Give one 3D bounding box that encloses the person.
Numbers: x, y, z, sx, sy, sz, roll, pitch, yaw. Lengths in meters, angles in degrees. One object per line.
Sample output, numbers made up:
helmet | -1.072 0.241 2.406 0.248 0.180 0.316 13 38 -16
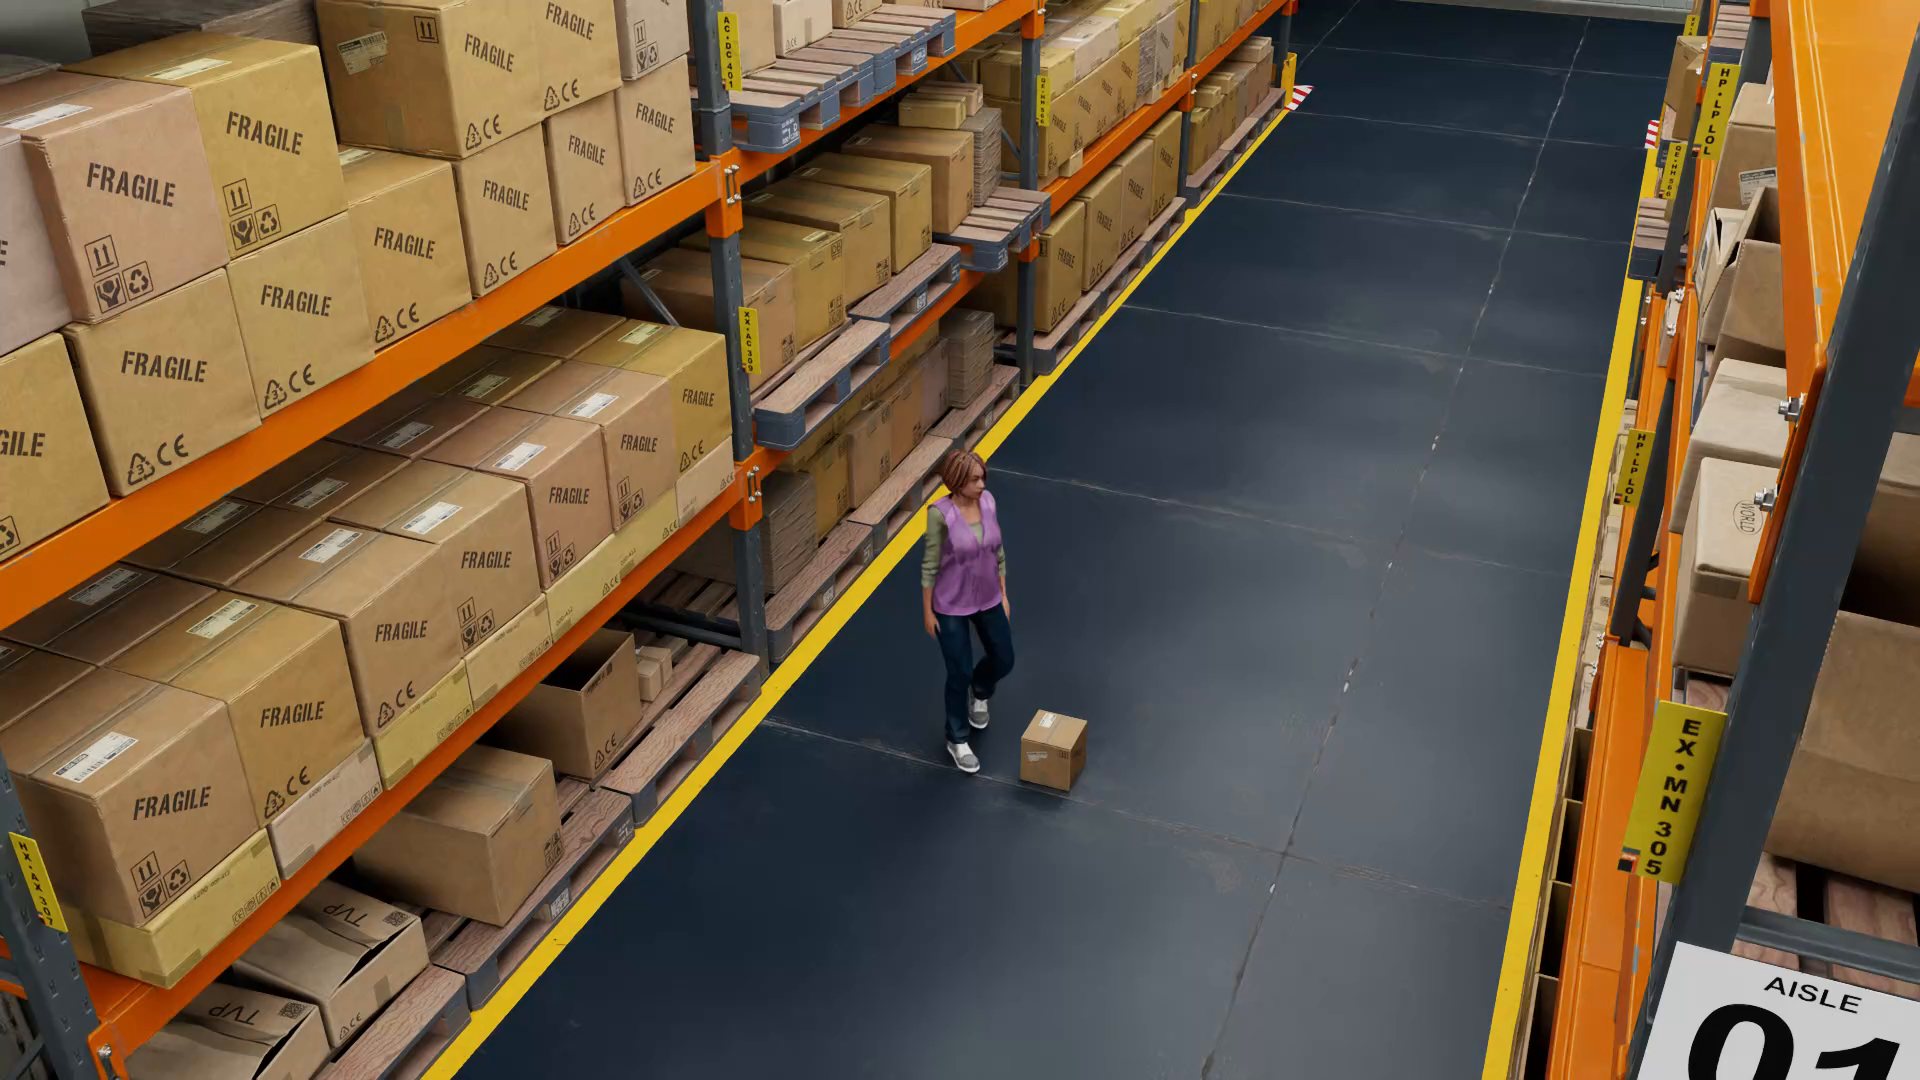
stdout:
person | 0.042 0.315 7.857 0.443 1.588 0.491 -17 34 -27
